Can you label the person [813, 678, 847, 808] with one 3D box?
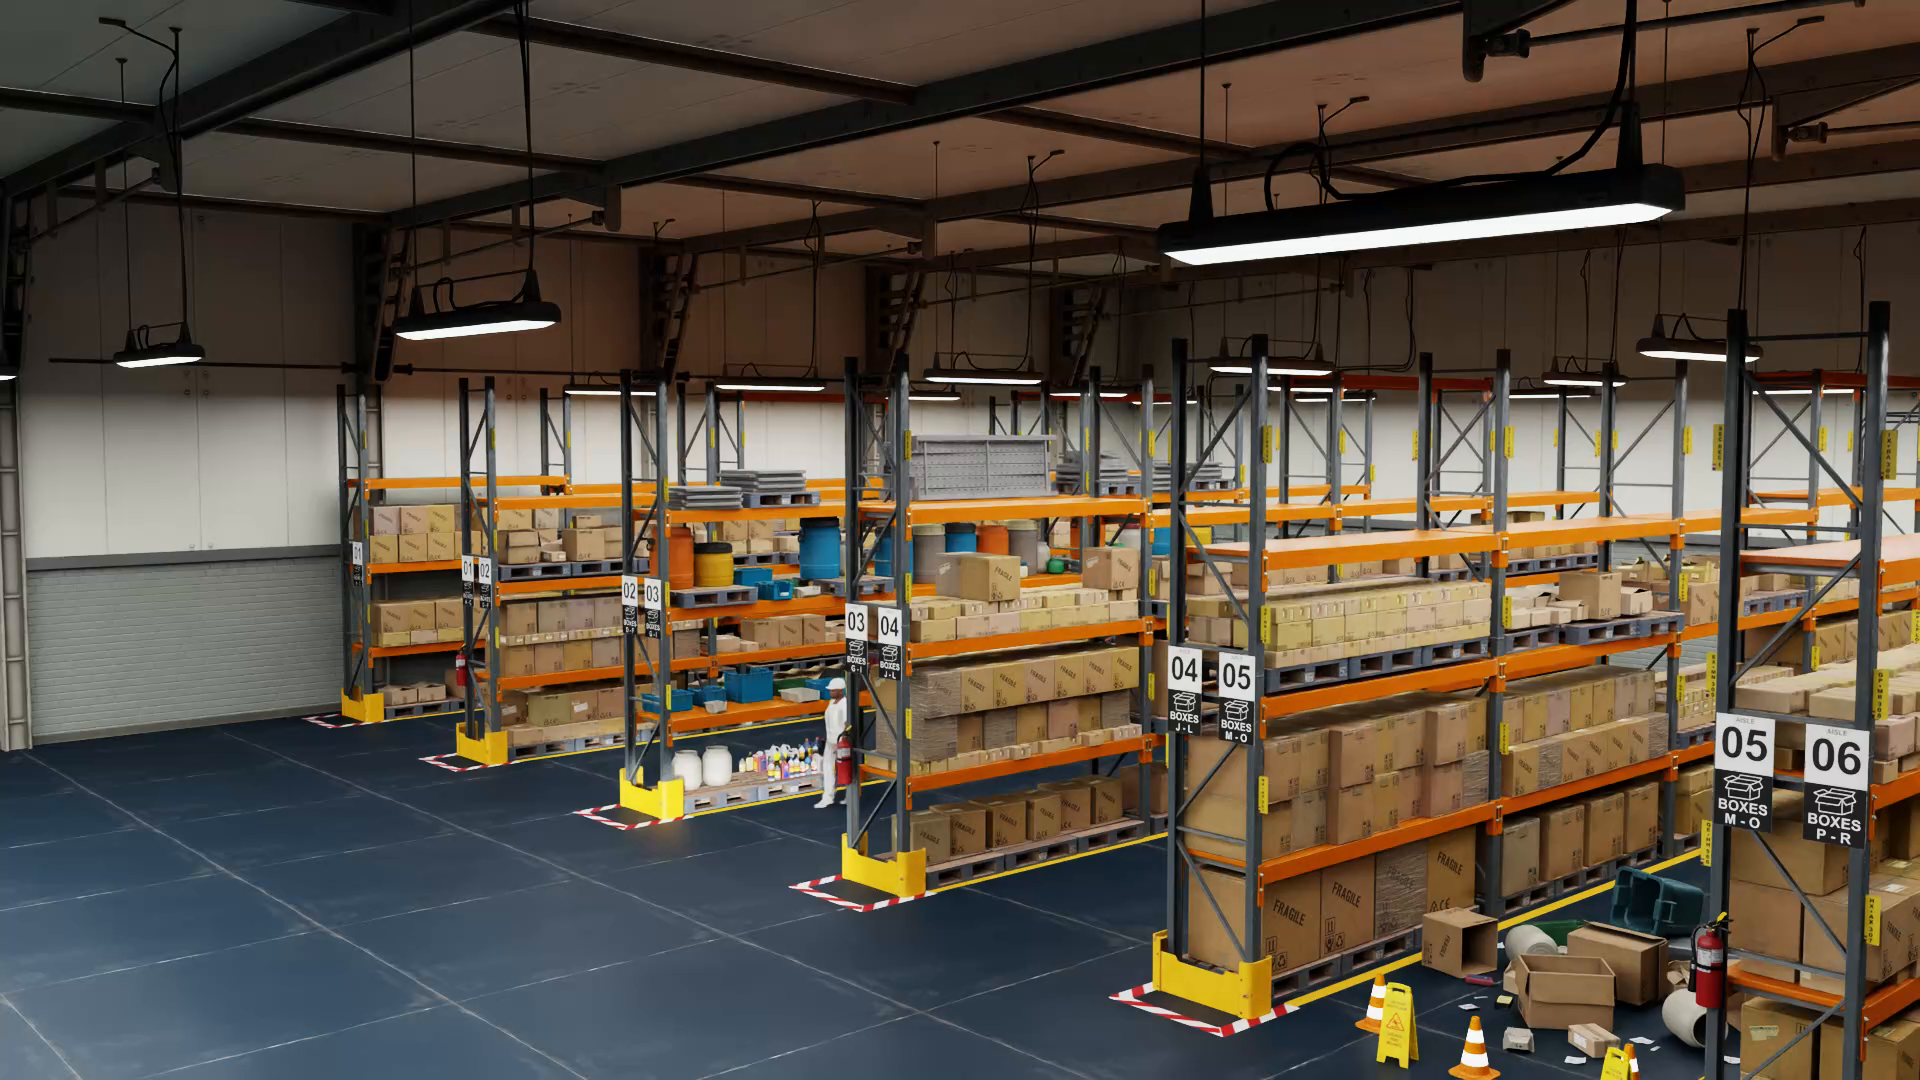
[{"bbox_3d":[-1.705,2.788,22.879,0.623,1.796,0.640,-2,4,-32],"label":"person"}]
